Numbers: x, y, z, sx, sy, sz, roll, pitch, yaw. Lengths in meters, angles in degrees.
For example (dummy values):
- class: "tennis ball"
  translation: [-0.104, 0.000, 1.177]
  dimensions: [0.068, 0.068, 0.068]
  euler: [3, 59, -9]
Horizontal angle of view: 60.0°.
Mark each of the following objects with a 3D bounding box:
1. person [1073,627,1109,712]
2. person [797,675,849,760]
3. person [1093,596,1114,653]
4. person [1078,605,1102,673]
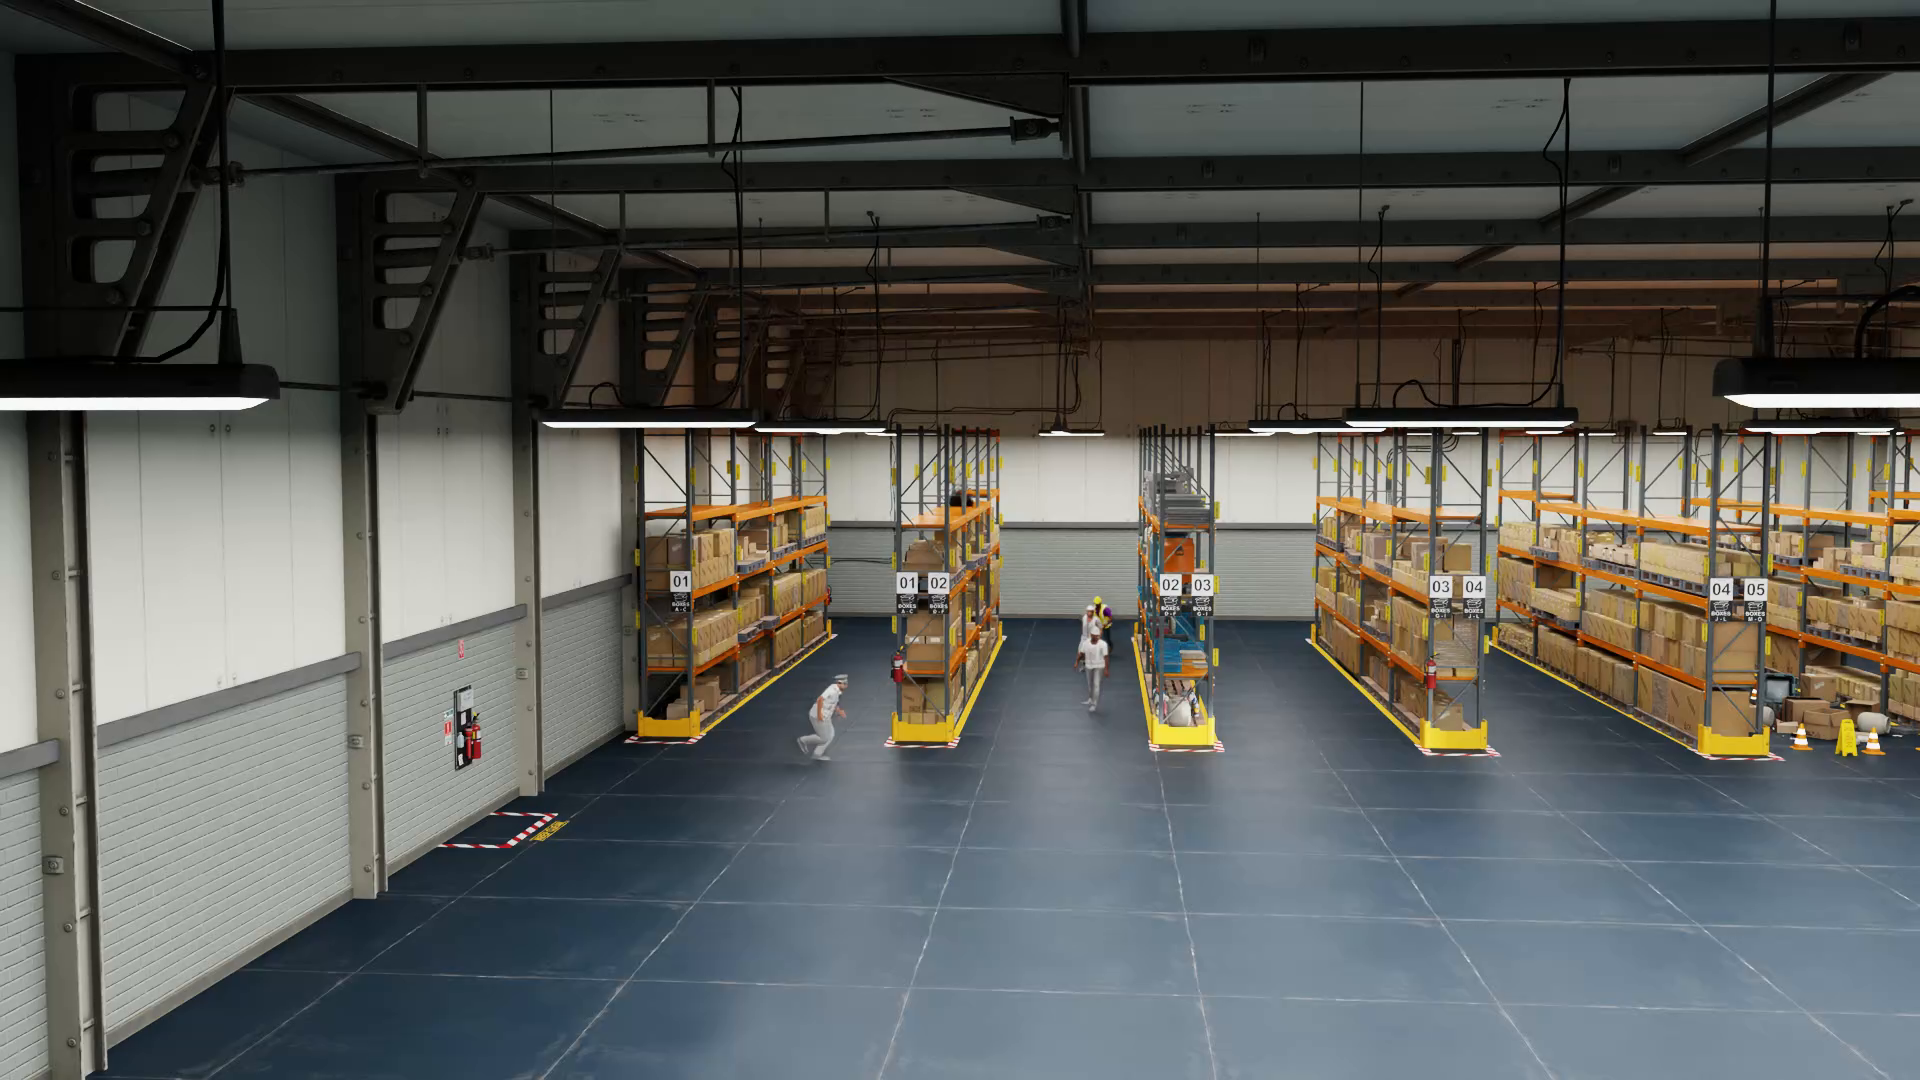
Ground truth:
- class: "person"
  translation: [2.796, 2.707, 35.276]
  dimensions: [0.755, 1.759, 0.768]
  euler: [2, 4, 35]
- class: "person"
  translation: [-2.439, 3.162, 29.529]
  dimensions: [0.936, 1.553, 0.682]
  euler: [1, 4, 10]
- class: "person"
  translation: [3.790, 2.243, 43.656]
  dimensions: [0.719, 1.596, 1.113]
  euler: [3, 4, 36]
- class: "person"
  translation: [3.139, 2.410, 40.079]
  dimensions: [0.647, 1.721, 0.689]
  euler: [1, 4, 22]
